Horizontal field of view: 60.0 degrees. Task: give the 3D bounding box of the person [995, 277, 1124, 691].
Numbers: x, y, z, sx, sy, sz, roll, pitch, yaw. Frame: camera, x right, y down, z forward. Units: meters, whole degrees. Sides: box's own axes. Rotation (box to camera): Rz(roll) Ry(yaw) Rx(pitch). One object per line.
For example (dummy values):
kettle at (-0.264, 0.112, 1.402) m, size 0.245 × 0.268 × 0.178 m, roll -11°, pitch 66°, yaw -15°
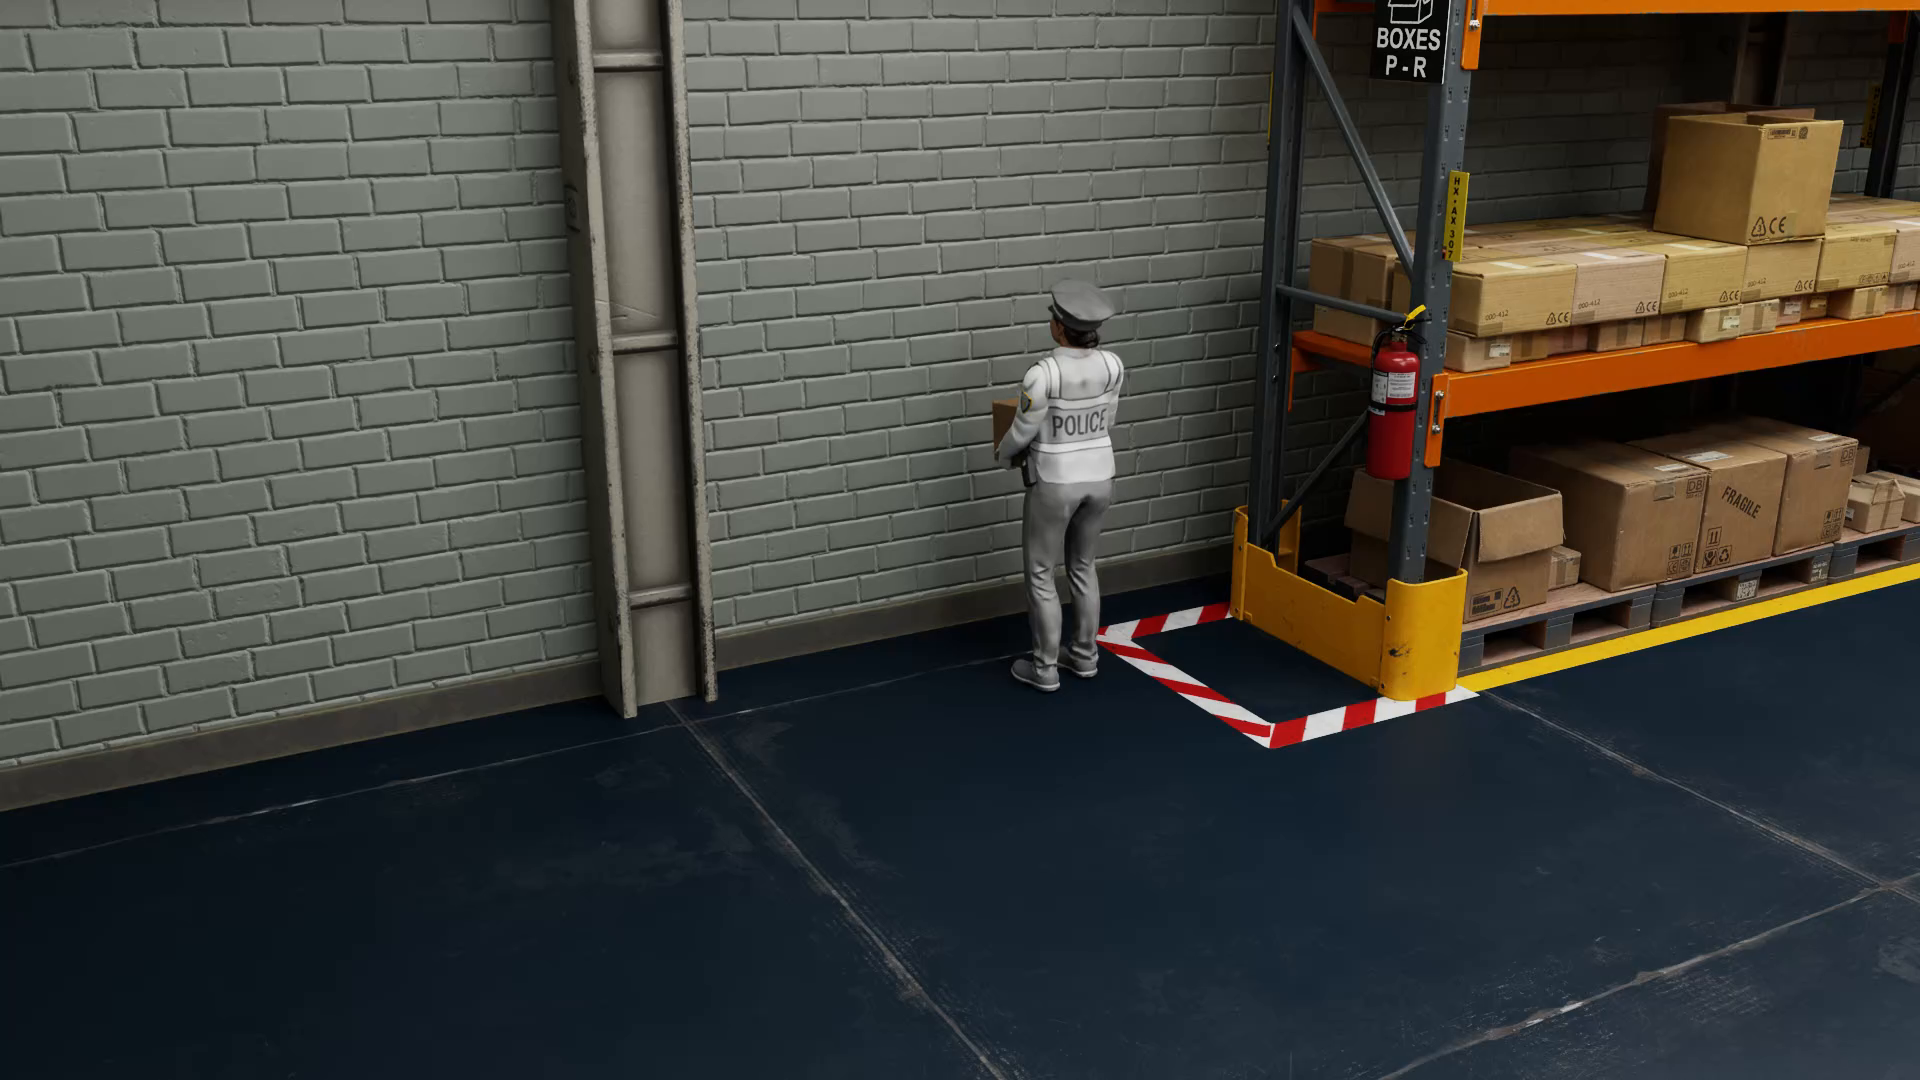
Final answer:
person at (0.395, -0.233, 6.710) m, size 0.461 × 1.687 × 0.562 m, roll -10°, pitch 21°, yaw -27°
